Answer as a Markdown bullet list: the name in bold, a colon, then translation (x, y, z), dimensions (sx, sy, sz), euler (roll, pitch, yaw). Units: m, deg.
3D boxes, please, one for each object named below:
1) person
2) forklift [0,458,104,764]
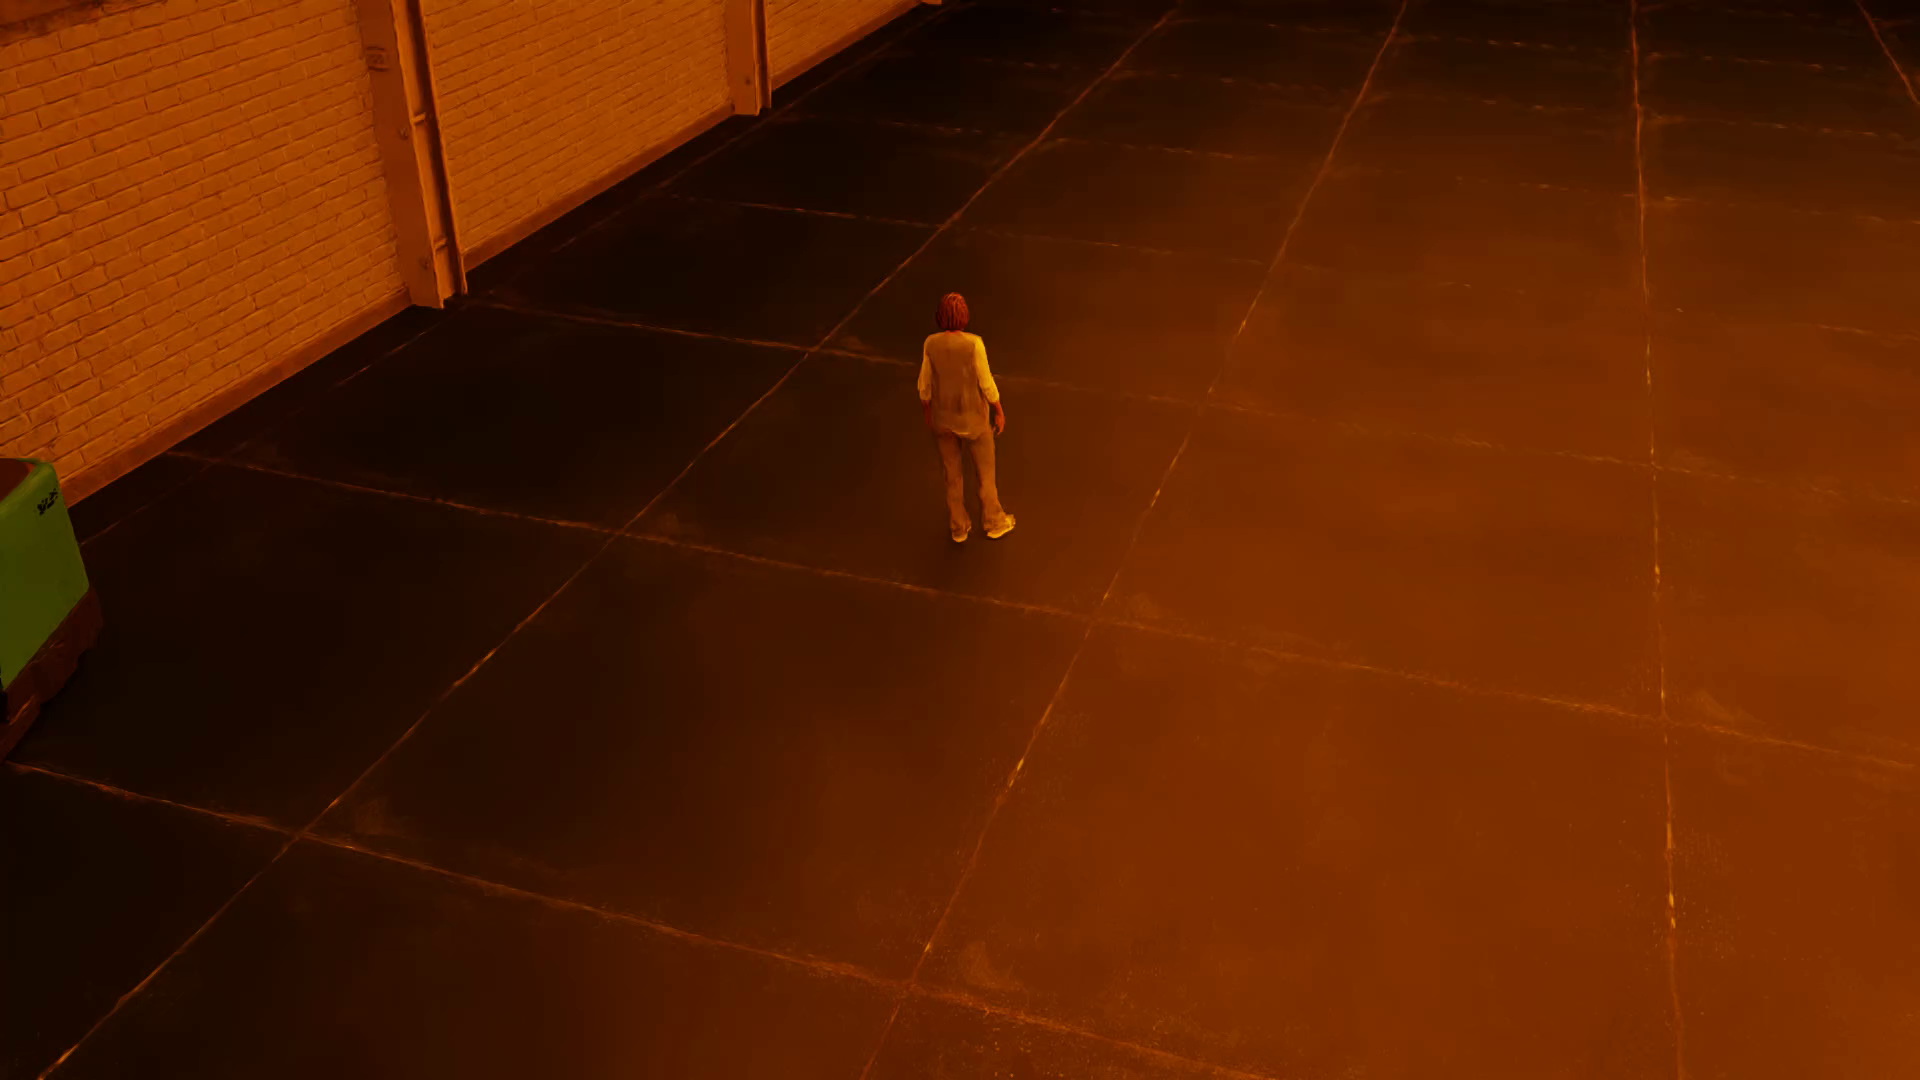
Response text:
- **person**: translation (0.037, -0.732, 9.754), dimensions (0.521, 1.597, 0.474), euler (10, 31, 16)
- **forklift**: translation (-5.199, -0.035, 7.197), dimensions (1.130, 2.935, 3.031), euler (-1, 30, -1)
